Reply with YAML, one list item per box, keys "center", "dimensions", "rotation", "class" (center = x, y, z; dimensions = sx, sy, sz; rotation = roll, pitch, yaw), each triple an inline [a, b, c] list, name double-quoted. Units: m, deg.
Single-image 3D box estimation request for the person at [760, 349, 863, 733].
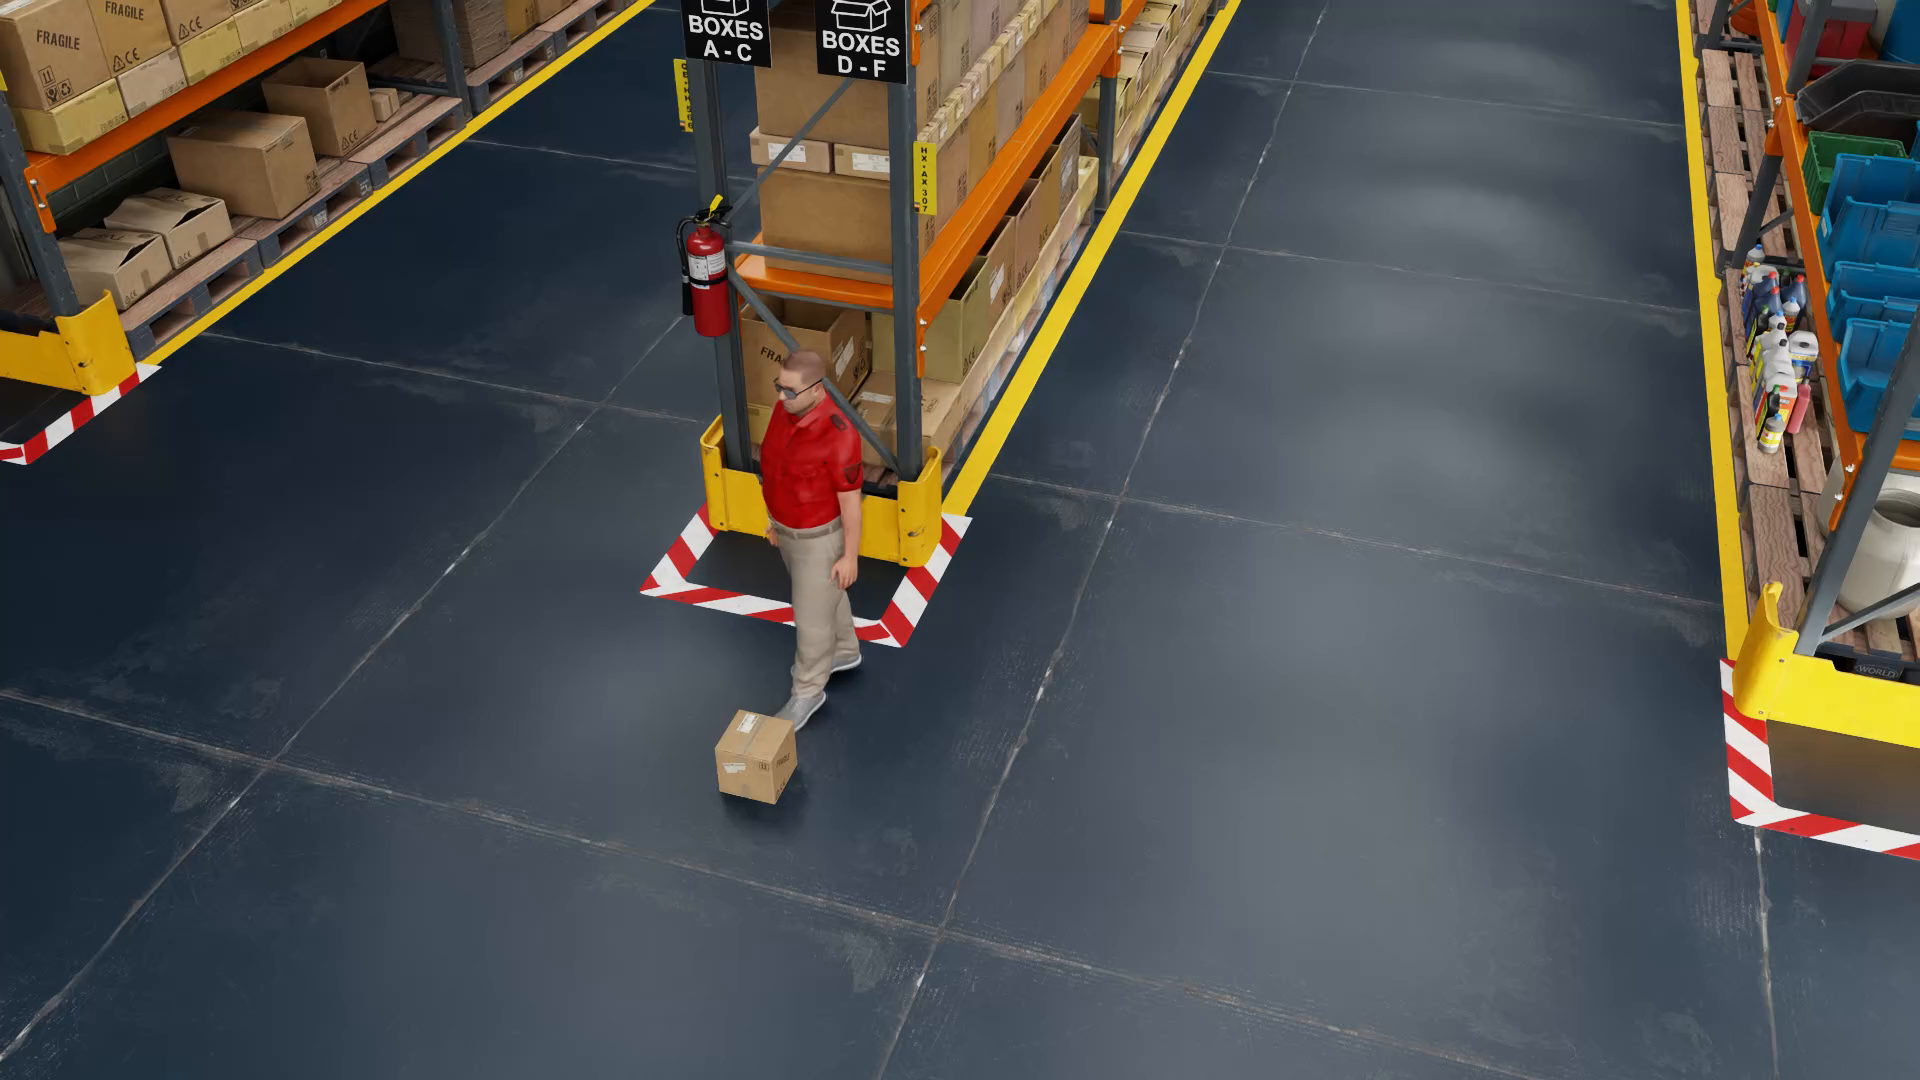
- center: [-0.662, -0.004, 6.909]
  dimensions: [0.580, 1.737, 0.549]
  rotation: [-22, 42, -27]
  class: "person"
